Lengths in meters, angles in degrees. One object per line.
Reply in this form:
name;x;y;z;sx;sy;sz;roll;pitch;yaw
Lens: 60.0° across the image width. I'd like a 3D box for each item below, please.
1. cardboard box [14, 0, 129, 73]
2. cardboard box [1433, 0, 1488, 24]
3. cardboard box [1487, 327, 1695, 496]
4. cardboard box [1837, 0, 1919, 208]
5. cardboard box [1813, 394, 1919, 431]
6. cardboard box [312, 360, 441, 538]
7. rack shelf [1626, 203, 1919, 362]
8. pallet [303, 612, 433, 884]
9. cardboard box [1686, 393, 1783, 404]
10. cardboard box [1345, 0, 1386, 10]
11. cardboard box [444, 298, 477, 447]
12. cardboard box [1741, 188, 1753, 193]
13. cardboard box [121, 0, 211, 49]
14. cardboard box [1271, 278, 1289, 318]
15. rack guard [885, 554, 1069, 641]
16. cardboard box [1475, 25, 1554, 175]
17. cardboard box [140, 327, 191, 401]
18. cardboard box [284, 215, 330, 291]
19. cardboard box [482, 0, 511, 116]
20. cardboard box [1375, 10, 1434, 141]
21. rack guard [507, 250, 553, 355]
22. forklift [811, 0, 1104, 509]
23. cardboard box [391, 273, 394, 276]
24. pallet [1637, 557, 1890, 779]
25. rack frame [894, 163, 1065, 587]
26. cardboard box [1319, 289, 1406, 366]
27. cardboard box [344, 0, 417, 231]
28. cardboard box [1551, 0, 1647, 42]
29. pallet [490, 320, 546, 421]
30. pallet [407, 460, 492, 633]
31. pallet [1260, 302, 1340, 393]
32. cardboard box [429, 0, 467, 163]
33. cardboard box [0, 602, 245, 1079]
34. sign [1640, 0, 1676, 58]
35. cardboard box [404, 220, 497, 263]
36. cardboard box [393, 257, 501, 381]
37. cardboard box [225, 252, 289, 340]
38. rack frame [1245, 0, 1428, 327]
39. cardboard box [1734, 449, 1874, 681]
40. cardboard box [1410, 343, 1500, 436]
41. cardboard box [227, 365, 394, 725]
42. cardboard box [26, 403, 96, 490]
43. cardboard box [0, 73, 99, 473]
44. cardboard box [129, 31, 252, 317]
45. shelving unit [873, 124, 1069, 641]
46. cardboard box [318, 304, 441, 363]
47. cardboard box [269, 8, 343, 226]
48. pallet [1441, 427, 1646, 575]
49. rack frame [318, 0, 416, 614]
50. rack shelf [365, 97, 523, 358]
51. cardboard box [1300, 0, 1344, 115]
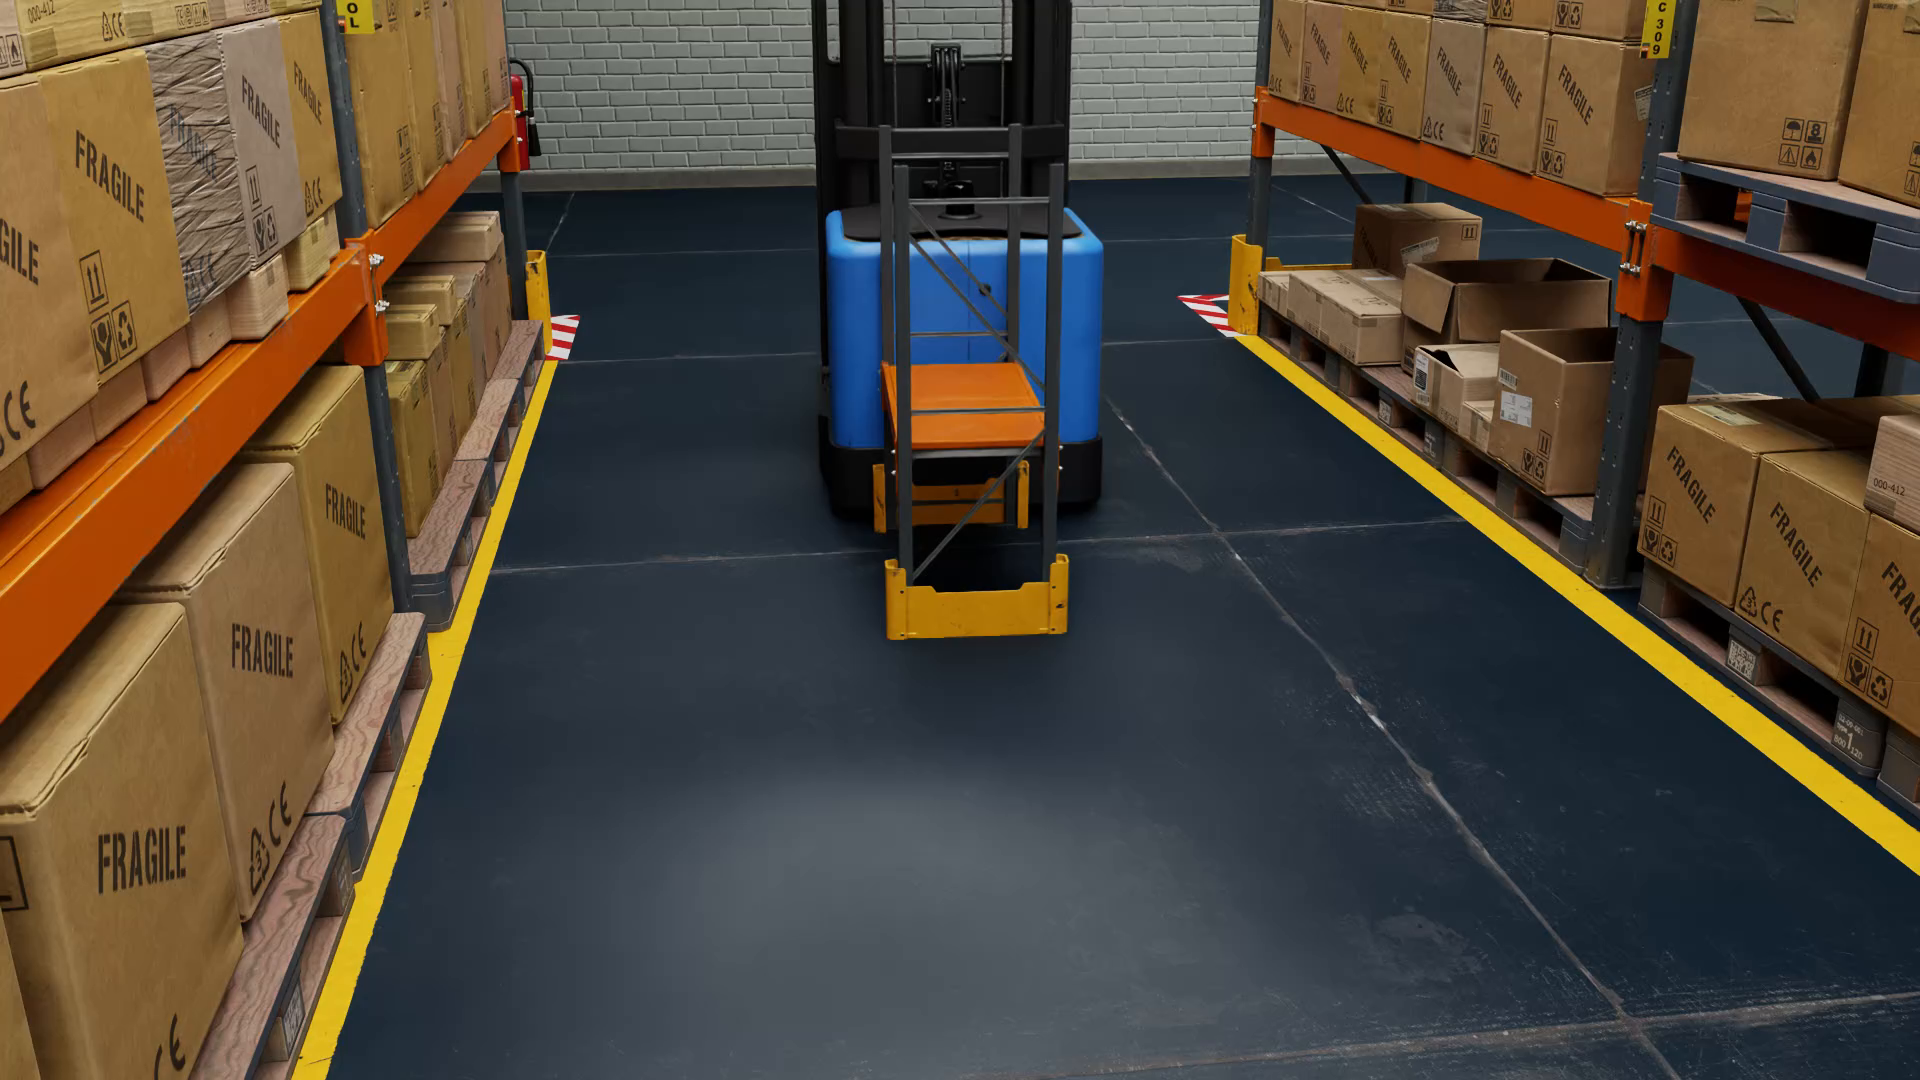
cardboard box;-1.678;-0.888;2.638;0.500;0.250;0.500;-3;21;-9
cardboard box;2.213;-2.301;6.517;0.500;0.500;0.500;-3;21;-7
cardboard box;2.329;-0.490;6.184;0.500;0.500;0.500;-3;21;-8
cardboard box;2.700;-1.105;4.145;0.700;0.500;0.500;0;20;1
cardboard box;3.046;-0.150;5.276;0.500;0.500;0.500;-3;21;-8
cardboard box;-2.216;-0.310;5.732;0.700;0.500;0.500;-3;21;-7
rack shelf;2.980;-0.242;3.606;1.077;0.370;4.000;-3;21;-8
pallet;-2.024;0.549;4.444;1.003;0.211;1.213;-3;21;-8
cardboard box;2.845;-0.374;6.146;0.500;0.311;0.500;-3;21;-8
cardboard box;2.068;-2.651;7.454;0.500;0.500;0.500;-3;21;-7
cardboard box;-2.357;-0.662;6.675;0.700;0.500;0.500;-2;21;-6
cardboard box;2.888;-1.509;5.826;0.500;0.500;0.500;-2;21;-6
cardboard box;-1.752;-1.064;3.111;0.500;0.250;0.500;-3;21;-7
cardboard box;1.871;-1.287;8.794;0.380;0.166;0.250;-3;21;-8
rack guard;0.055;0.184;5.366;0.587;0.250;0.087;-2;21;-5
cardboard box;2.290;-1.657;6.223;0.500;0.500;0.500;-2;21;-6
cardboard box;-1.741;-0.367;3.243;0.380;0.149;0.250;-3;21;-9
cardboard box;-1.821;-0.723;4.196;0.380;0.149;0.250;-3;21;-7
cardboard box;-2.703;-2.370;7.846;0.980;0.700;0.700;-2;21;-5
cardboard box;2.137;-2.011;7.171;0.500;0.500;0.500;-3;21;-7
rack guard;-2.790;-1.243;8.829;1.175;0.500;0.348;-3;21;-8
forklift;-0.099;-1.964;7.287;1.130;2.935;3.031;-2;21;-5
cardboard box;-2.656;-1.181;7.136;0.380;0.149;0.250;-3;21;-7
pallet;2.846;0.314;5.073;1.003;0.211;1.213;-3;21;-8
rack frame;0.056;-0.395;5.129;0.500;1.500;0.032;-2;21;-5
cardboard box;2.057;-1.026;7.977;0.500;0.250;0.500;-3;21;-8
cardboard box;-2.272;-1.350;5.114;0.980;0.700;0.700;-3;21;-7
cardboard box;2.362;-1.949;5.575;0.500;0.500;0.500;-3;21;-7
pallet;-2.594;-0.826;8.127;1.003;0.211;1.213;-3;21;-8
pallet;-2.242;0.019;5.865;1.003;0.211;1.213;-3;21;-8
pallet;2.242;-1.048;8.720;1.003;0.211;1.213;-3;21;-8
cardboard box;-2.486;-1.854;6.465;0.980;0.700;0.700;-4;21;-10
cardboard box;-1.729;0.610;2.768;0.750;0.750;0.750;-3;21;-8
sign;2.156;-1.647;5.102;0.100;0.325;0.005;-3;21;-8
cardboard box;-2.350;-1.374;7.653;0.380;0.149;0.250;-2;21;-6
cardboard box;-2.514;-1.021;7.634;0.700;0.500;0.500;-3;21;-8
cardboard box;-1.732;-0.543;3.713;0.380;0.149;0.250;-3;21;-8
rack frame;2.115;-2.657;9.042;1.000;3.000;0.127;-3;21;-8
cardboard box;2.608;0.057;4.720;0.500;0.500;0.500;-3;21;-7
cardboard box;2.221;-0.661;6.912;0.500;0.311;0.500;-3;21;-8
cardboard box;-1.988;0.008;4.379;0.750;0.750;0.750;-3;21;-7
cardboard box;-1.683;-0.184;2.751;0.380;0.149;0.250;-3;21;-7
cardboard box;-1.587;-0.366;2.312;0.500;0.500;0.500;-3;21;-8
cardboard box;-1.747;-0.718;3.256;0.500;0.500;0.500;-3;21;-8
shelving unit;0.010;-0.575;5.612;0.587;1.500;1.083;-2;21;-5
cardboard box;-2.085;-0.742;5.961;0.380;0.149;0.250;-2;21;-6
cardboard box;-1.894;-1.069;4.195;0.500;0.500;0.500;-3;21;-9
pallet;2.593;-0.203;6.459;1.003;0.211;1.213;-3;21;-8
rack frame;-2.210;-1.021;4.661;1.000;3.000;0.127;-3;21;-8
rack shelf;-2.498;-1.376;6.641;1.077;0.370;4.000;-3;21;-8
cardboard box;1.998;-2.358;8.100;0.500;0.500;0.500;-3;21;-8
